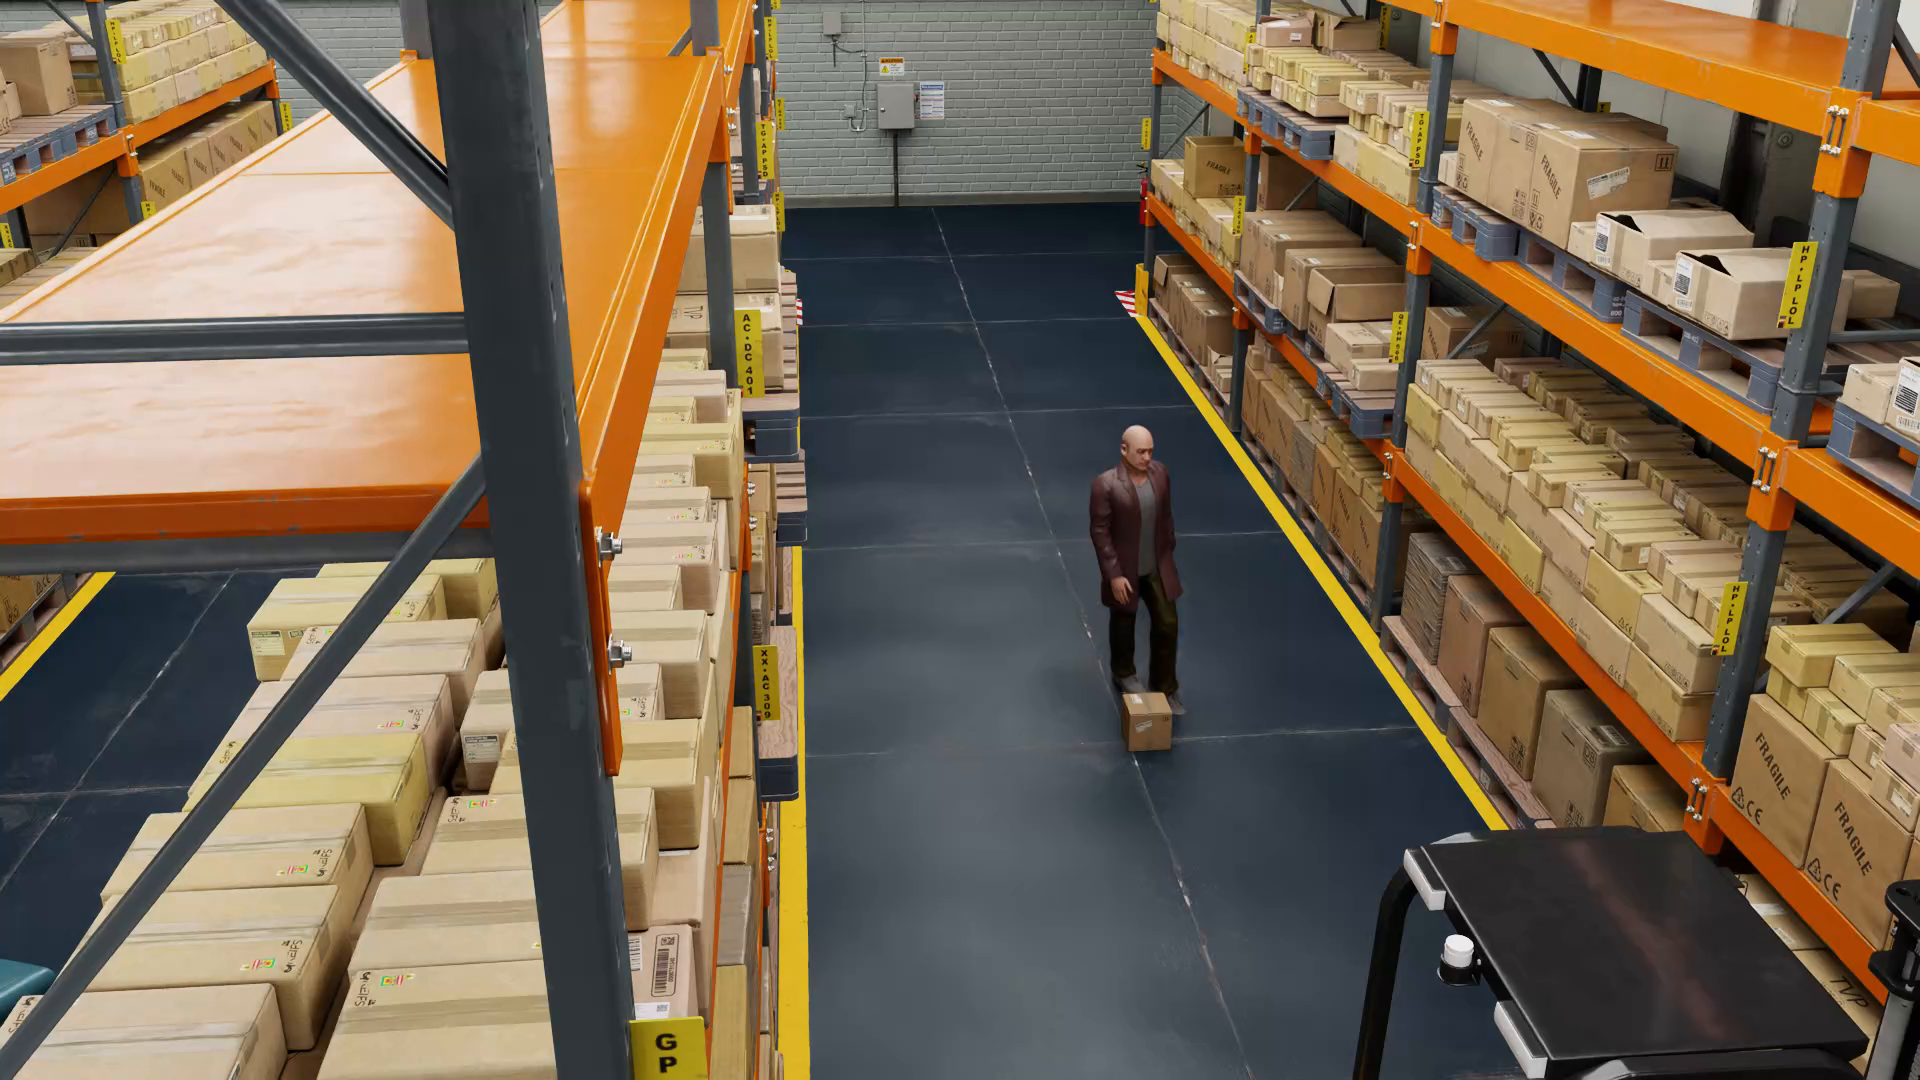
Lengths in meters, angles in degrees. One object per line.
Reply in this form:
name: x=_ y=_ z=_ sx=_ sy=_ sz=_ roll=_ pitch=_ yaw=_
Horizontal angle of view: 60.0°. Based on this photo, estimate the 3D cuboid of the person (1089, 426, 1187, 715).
person: x=1.059 y=0.201 z=9.956 sx=0.632 sy=1.861 sz=0.594 roll=-8 pitch=25 yaw=-18
